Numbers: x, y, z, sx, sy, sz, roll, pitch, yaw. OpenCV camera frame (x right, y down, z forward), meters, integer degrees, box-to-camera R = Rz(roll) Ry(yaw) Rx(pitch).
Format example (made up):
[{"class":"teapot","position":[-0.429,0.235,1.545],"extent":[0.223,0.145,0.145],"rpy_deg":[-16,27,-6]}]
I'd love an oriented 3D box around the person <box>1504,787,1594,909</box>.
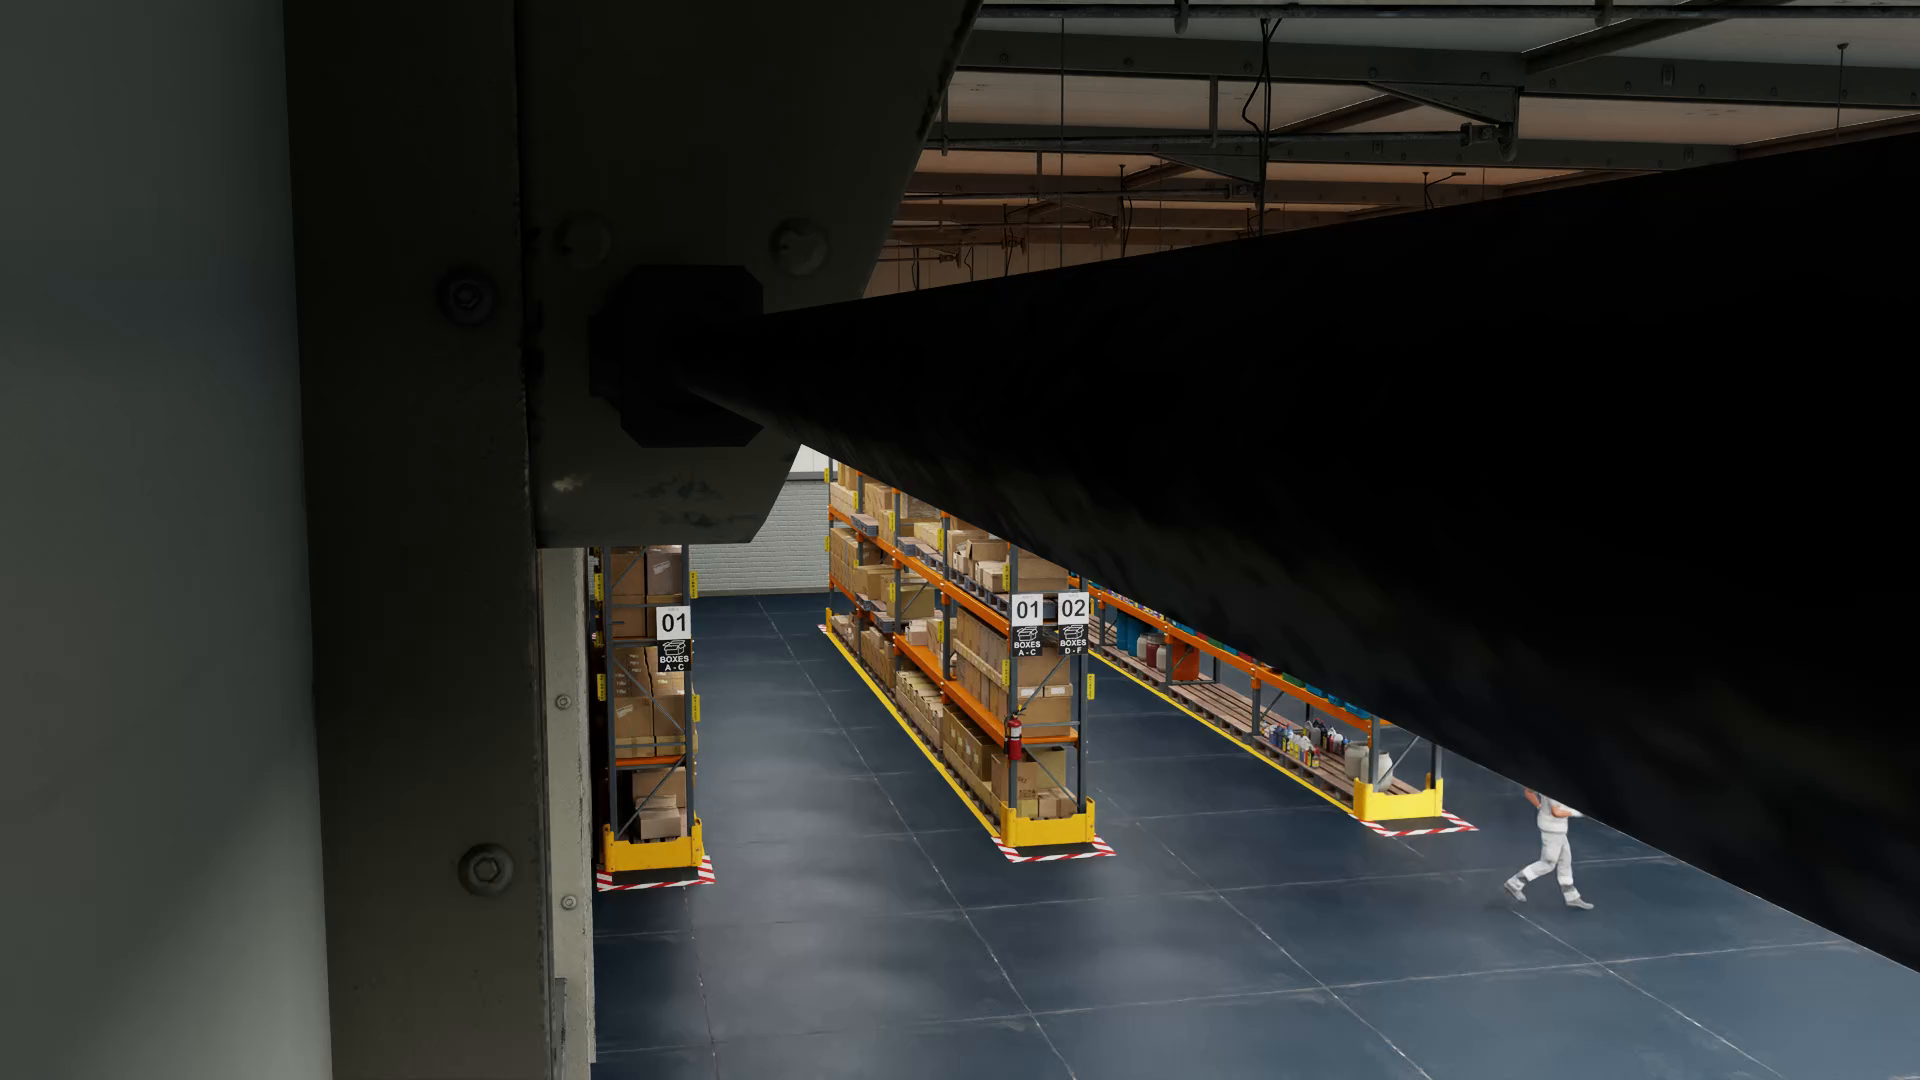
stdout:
[{"class":"person","position":[6.579,3.232,18.496],"extent":[0.987,1.786,0.656],"rpy_deg":[1,7,10]}]
